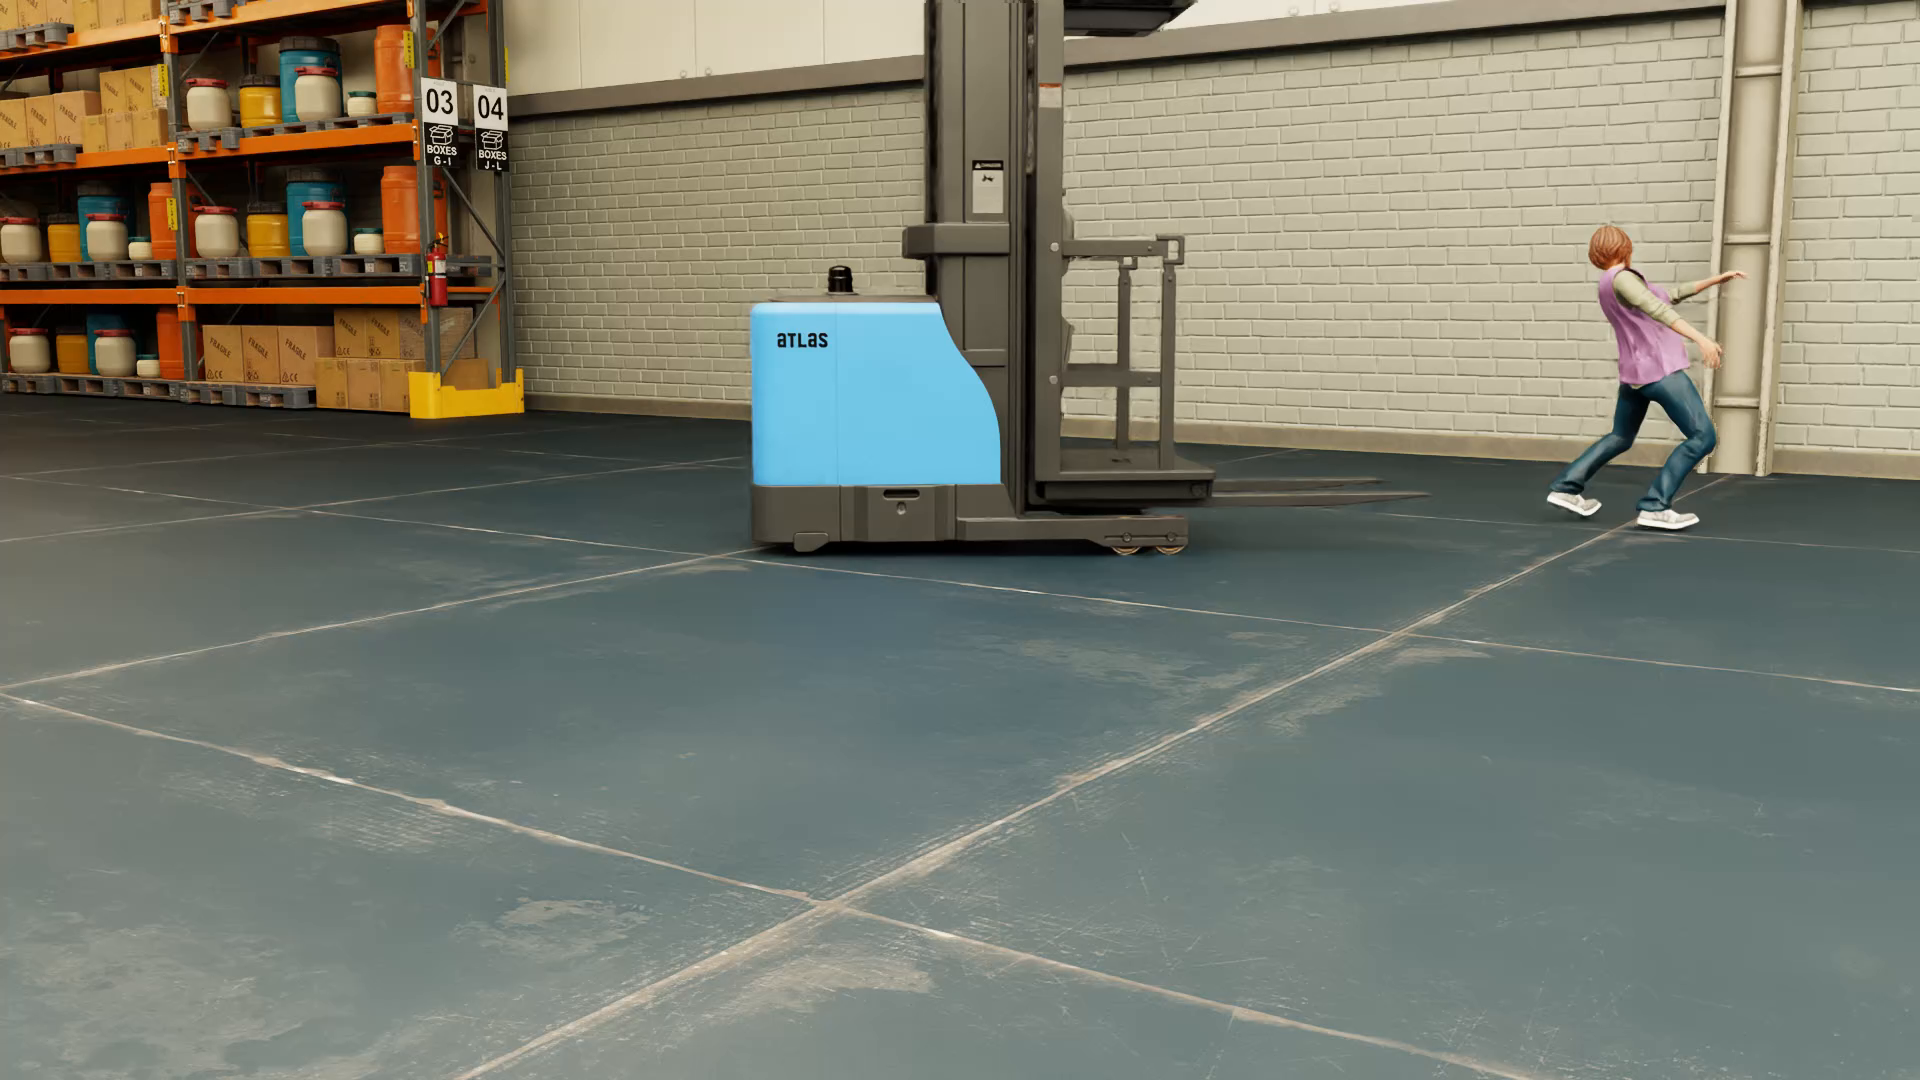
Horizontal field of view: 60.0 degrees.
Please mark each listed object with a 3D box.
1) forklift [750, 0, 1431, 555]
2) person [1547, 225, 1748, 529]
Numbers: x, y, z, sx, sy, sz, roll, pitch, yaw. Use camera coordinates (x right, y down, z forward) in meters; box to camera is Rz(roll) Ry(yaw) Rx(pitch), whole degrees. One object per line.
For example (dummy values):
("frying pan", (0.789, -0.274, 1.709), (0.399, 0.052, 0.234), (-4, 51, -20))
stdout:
("forklift", (0.576, -1.461, 7.466), (3.031, 2.935, 1.130), (-1, 8, -5))
("person", (3.339, -0.771, 7.900), (0.778, 1.426, 0.777), (-1, 8, -6))
